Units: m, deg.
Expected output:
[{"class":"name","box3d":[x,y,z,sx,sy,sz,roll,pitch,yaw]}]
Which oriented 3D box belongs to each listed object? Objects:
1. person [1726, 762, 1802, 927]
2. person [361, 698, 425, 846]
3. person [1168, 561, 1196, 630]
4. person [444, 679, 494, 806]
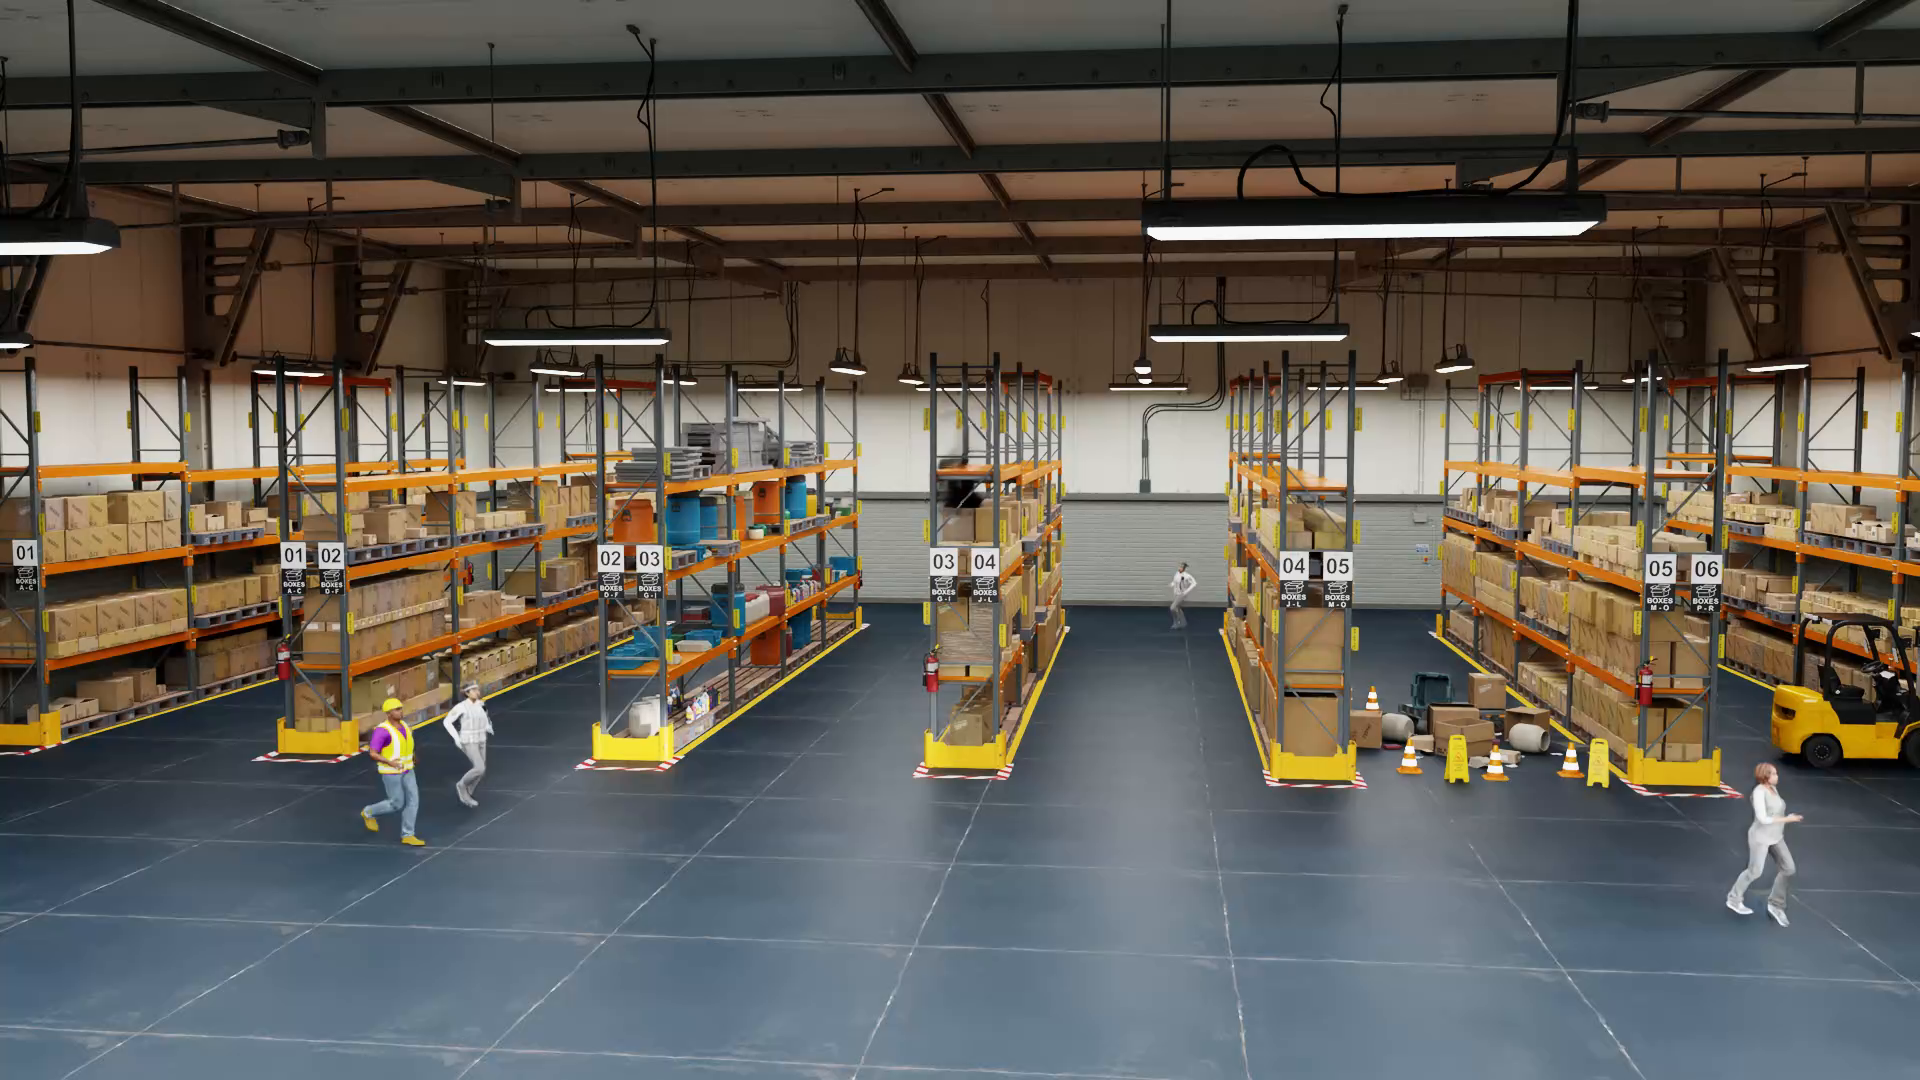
[{"class":"person","box3d":[8.045,3.029,16.603,0.507,1.641,0.702,-3,5,-36]},{"class":"person","box3d":[-6.716,2.742,19.738,0.831,1.747,0.701,2,4,20]},{"class":"person","box3d":[5.326,1.346,40.124,0.655,1.688,0.622,-2,4,-26]},{"class":"person","box3d":[-6.306,2.642,21.622,0.574,1.665,0.603,2,5,30]}]
